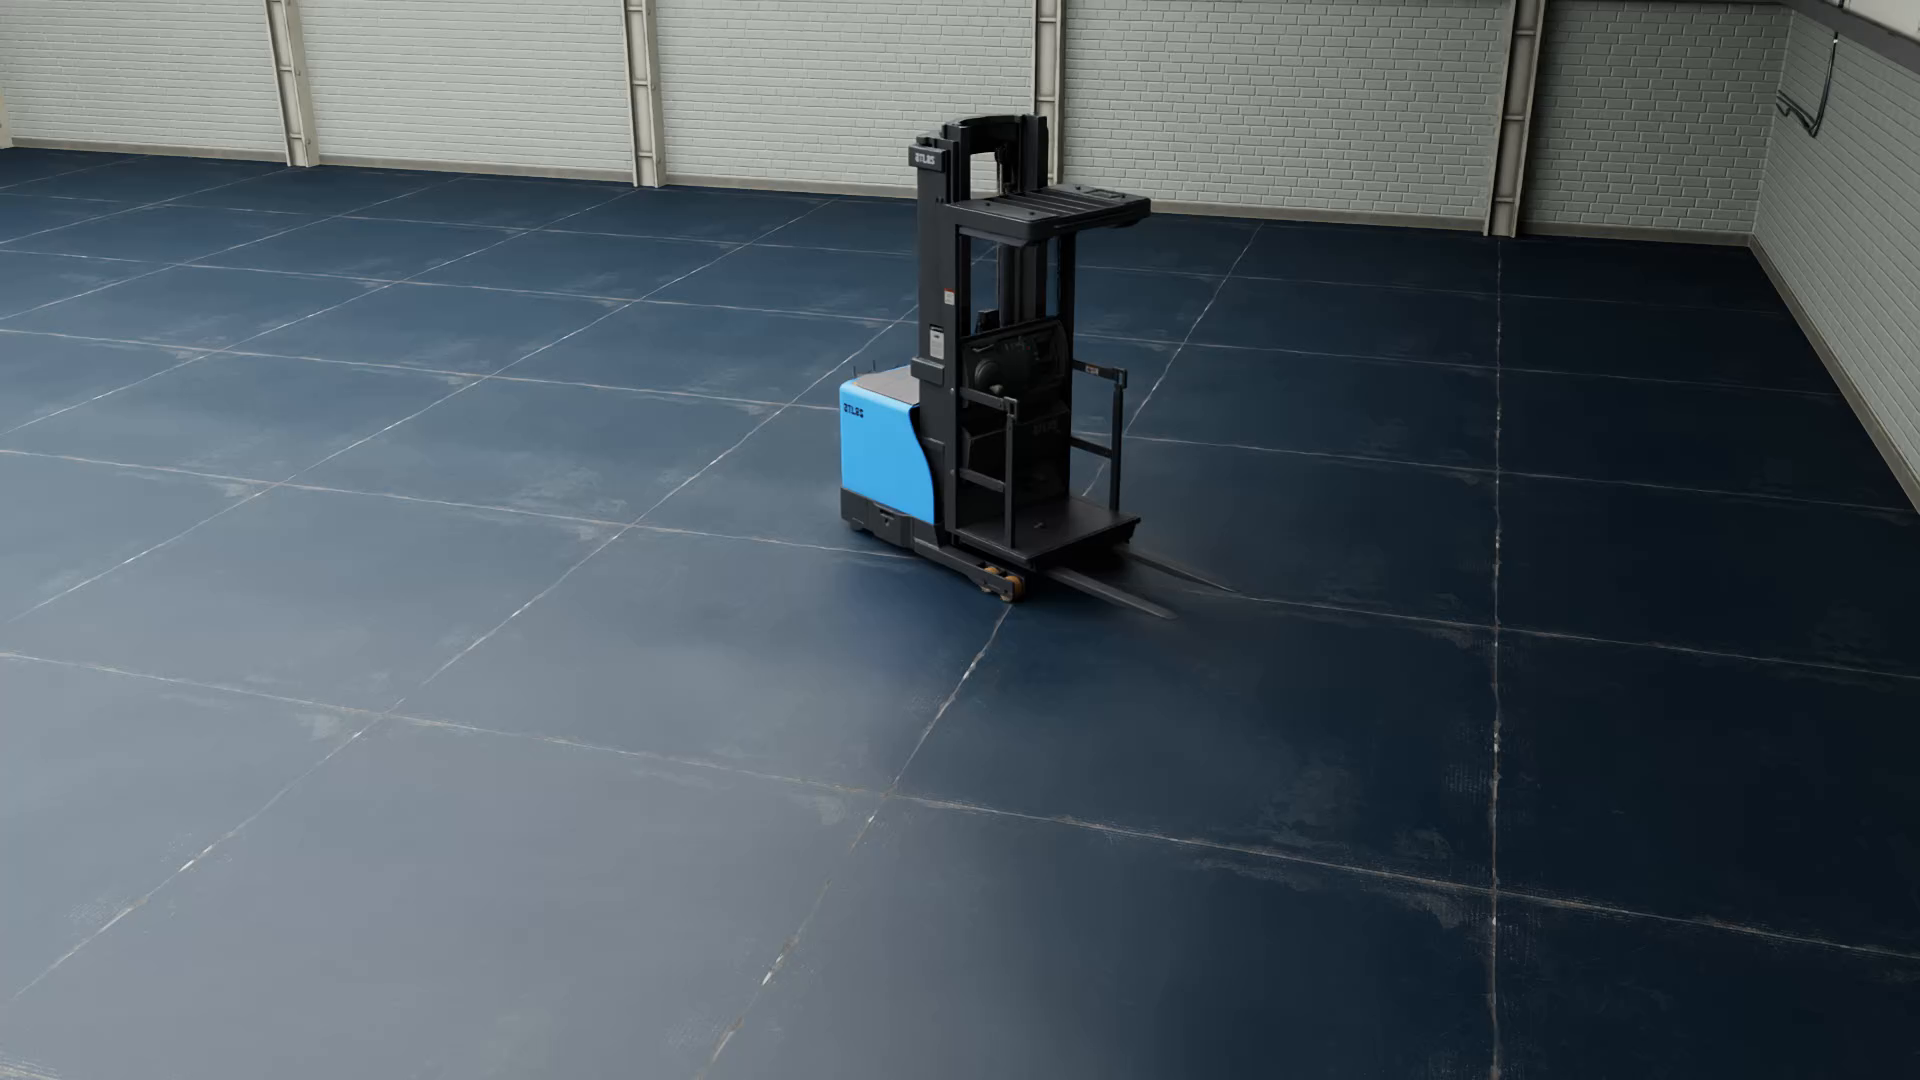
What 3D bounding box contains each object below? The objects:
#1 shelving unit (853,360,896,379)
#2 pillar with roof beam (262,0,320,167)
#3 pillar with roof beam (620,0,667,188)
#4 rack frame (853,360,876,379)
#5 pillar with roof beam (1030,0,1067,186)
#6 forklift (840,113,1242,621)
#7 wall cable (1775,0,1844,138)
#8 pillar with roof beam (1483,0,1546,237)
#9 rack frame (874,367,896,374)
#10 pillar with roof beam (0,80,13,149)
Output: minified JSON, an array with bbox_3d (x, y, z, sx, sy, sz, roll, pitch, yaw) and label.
[{"bbox_3d":[-0.613,-0.775,12.267,0.215,1.050,0.252,-18,27,-37],"label":"shelving unit"},{"bbox_3d":[-11.555,-8.497,20.628,0.400,9.000,9.100,7,23,16],"label":"pillar with roof beam"},{"bbox_3d":[-5.811,-7.840,19.025,0.400,9.000,9.100,7,23,16],"label":"pillar with roof beam"},{"bbox_3d":[-0.693,-0.807,12.354,0.200,1.050,0.008,-18,27,-37],"label":"rack frame"},{"bbox_3d":[-0.067,-7.182,17.421,0.400,9.000,9.100,7,23,16],"label":"pillar with roof beam"},{"bbox_3d":[0.505,-1.177,10.777,1.130,2.935,3.031,-19,29,-39],"label":"forklift"},{"bbox_3d":[9.359,-5.848,18.261,0.112,2.526,3.097,7,23,16],"label":"wall cable"},{"bbox_3d":[5.677,-6.524,15.818,0.400,9.000,9.100,7,23,16],"label":"pillar with roof beam"},{"bbox_3d":[-0.534,-0.743,12.181,0.200,1.050,0.008,-18,27,-37],"label":"rack frame"},{"bbox_3d":[-17.299,-9.155,22.232,0.400,9.000,9.100,7,23,16],"label":"pillar with roof beam"}]
